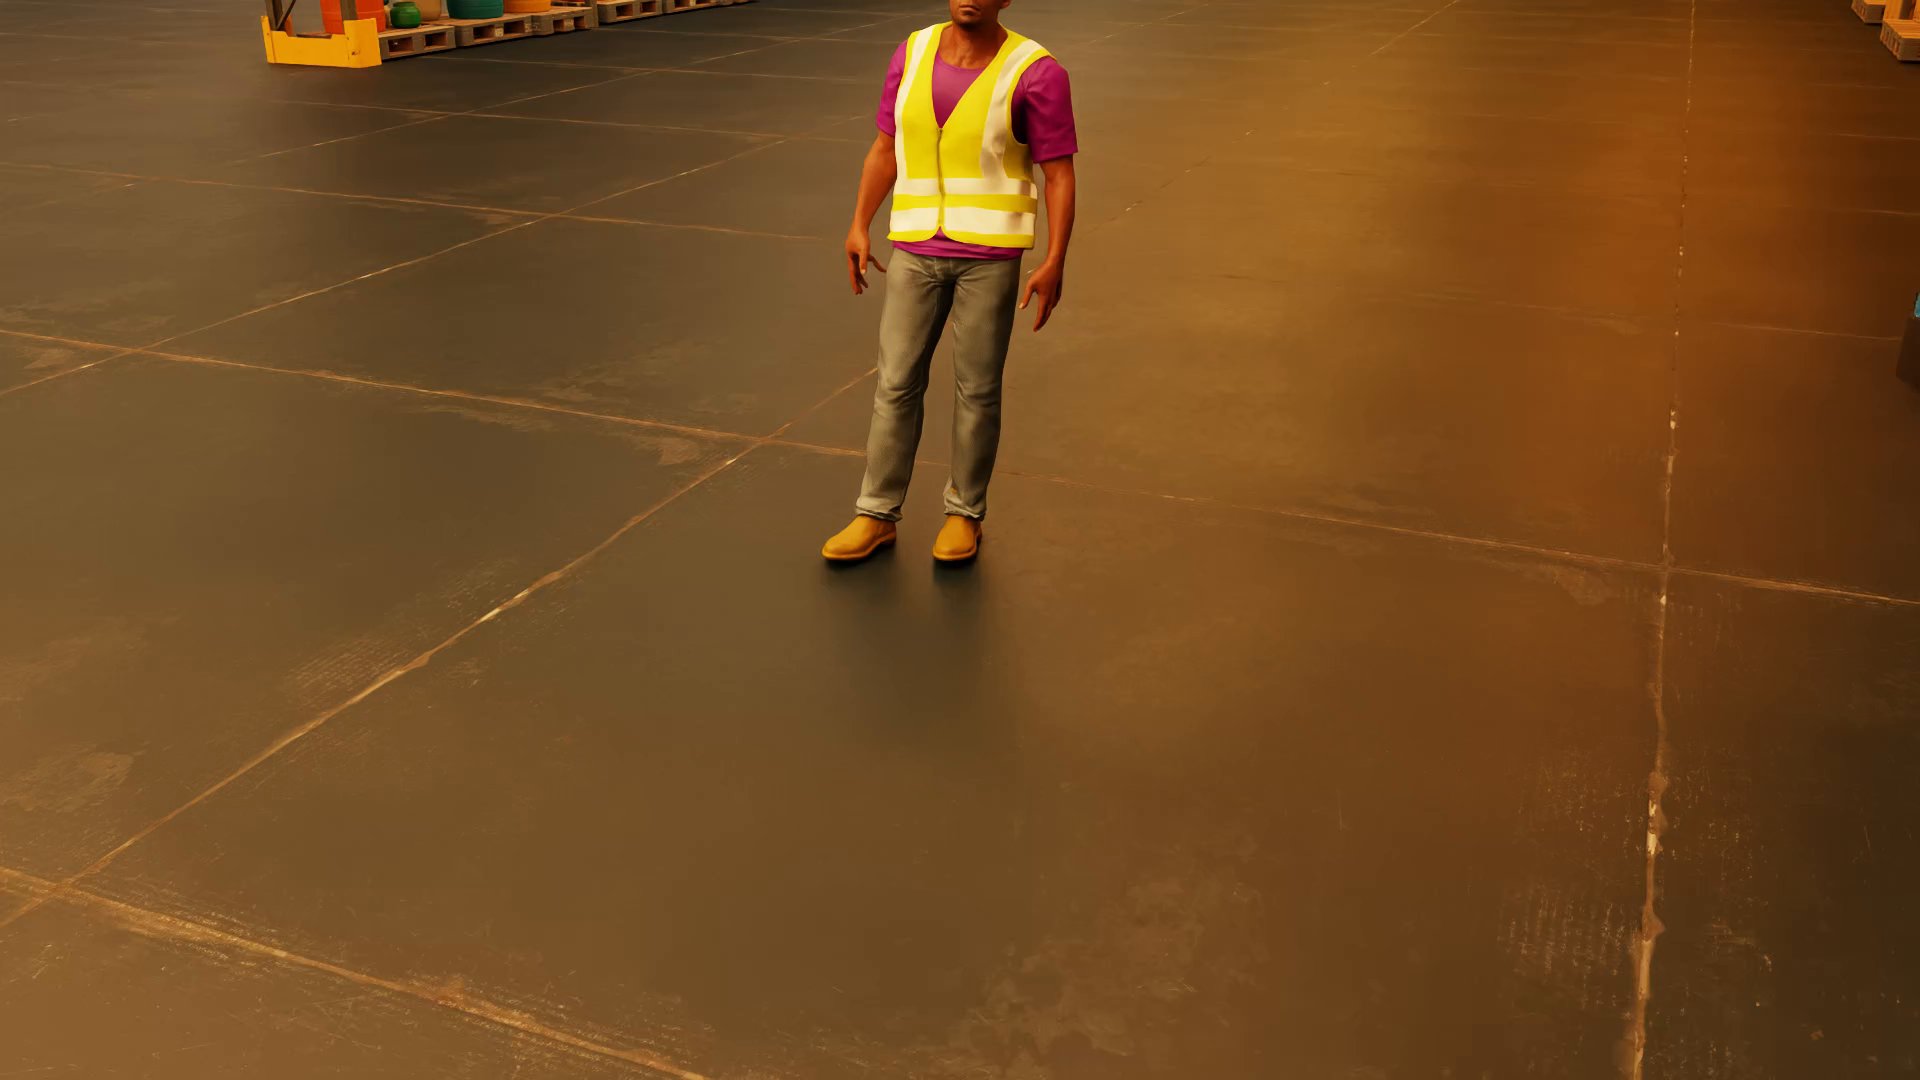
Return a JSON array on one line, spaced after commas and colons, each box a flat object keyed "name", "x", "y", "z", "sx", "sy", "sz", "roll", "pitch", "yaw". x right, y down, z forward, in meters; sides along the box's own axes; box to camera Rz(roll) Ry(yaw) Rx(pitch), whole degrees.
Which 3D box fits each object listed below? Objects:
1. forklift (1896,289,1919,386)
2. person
[{"name": "forklift", "x": 5.188, "y": -1.890, "z": 5.813, "sx": 3.031, "sy": 2.935, "sz": 1.130, "roll": -6, "pitch": 23, "yaw": -13}, {"name": "person", "x": -0.032, "y": -0.798, "z": 4.693, "sx": 0.665, "sy": 1.765, "sz": 0.577, "roll": 9, "pitch": 24, "yaw": 21}]
